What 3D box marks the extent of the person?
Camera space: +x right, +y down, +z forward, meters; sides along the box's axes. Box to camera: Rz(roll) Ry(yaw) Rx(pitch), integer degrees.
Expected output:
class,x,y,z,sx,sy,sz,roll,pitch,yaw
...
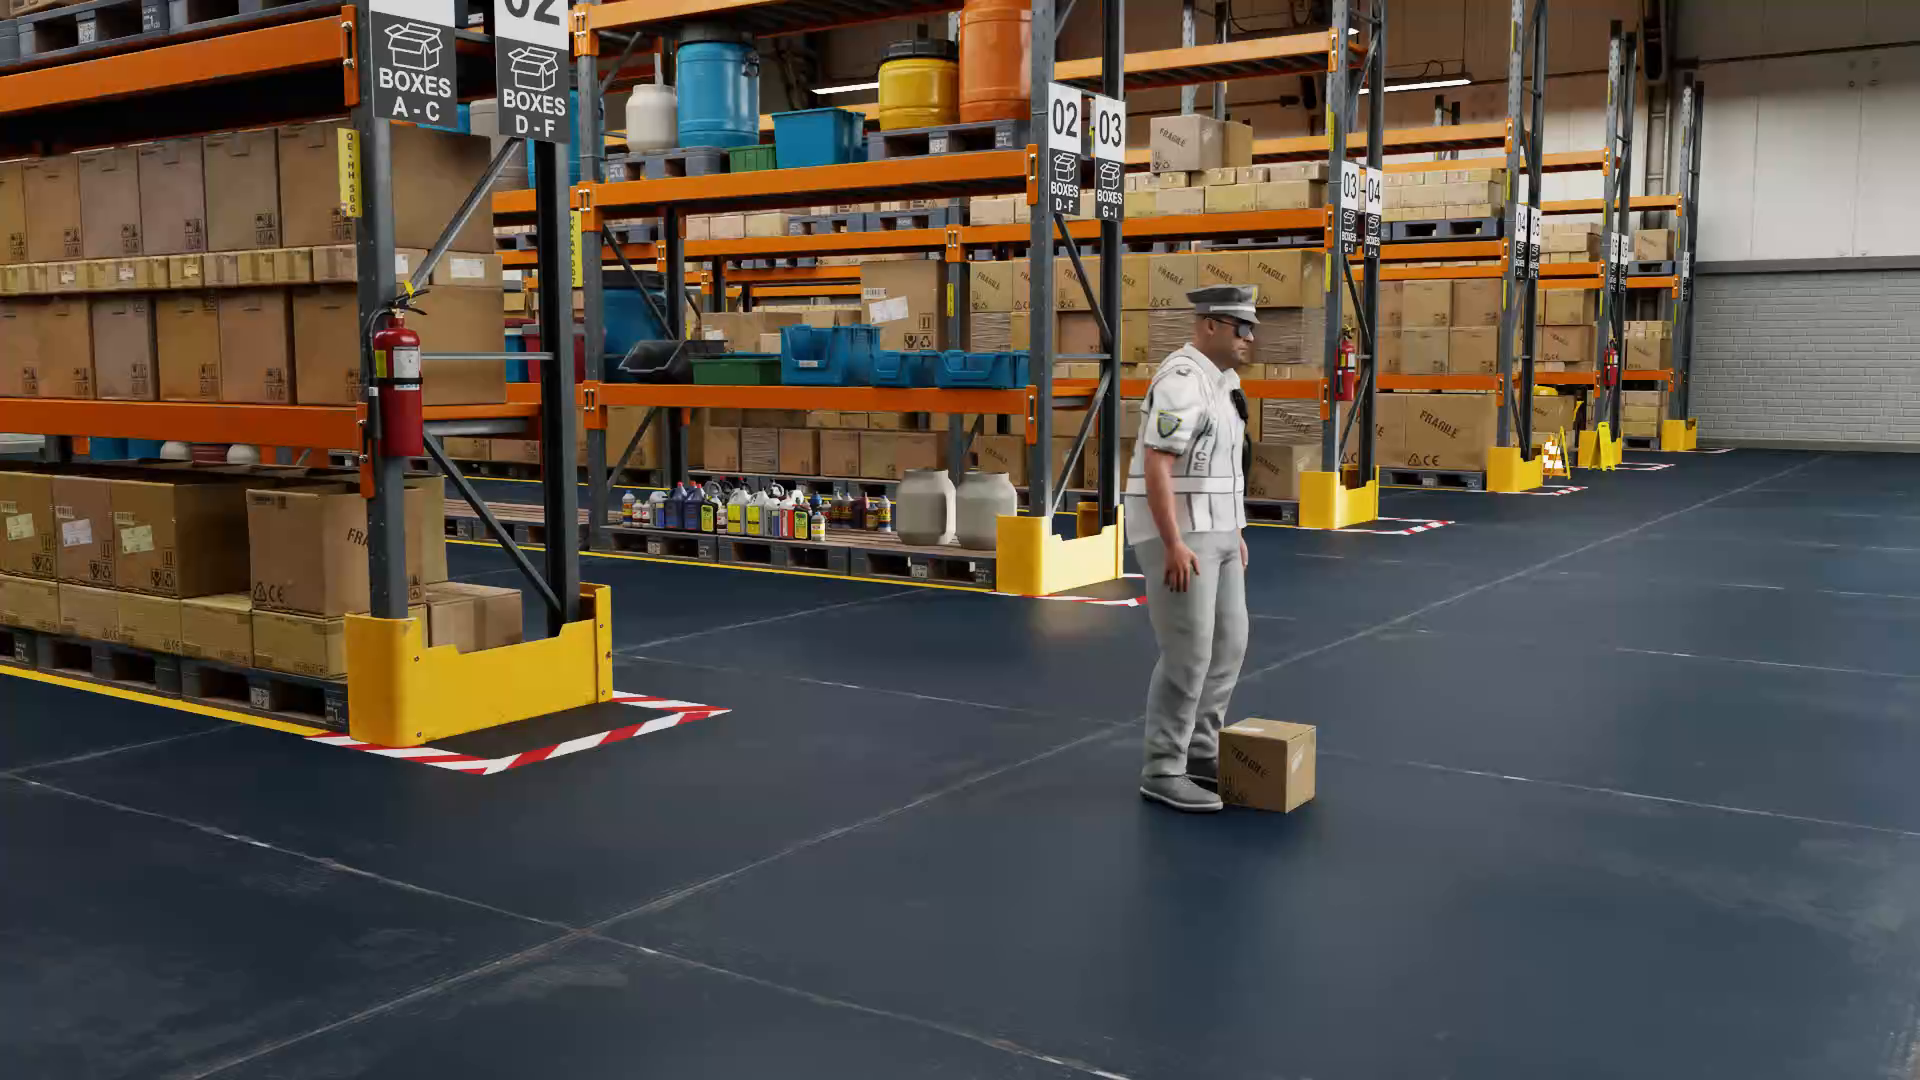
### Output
class,x,y,z,sx,sy,sz,roll,pitch,yaw
person,0.805,0.002,5.721,0.432,1.747,0.585,4,7,32
